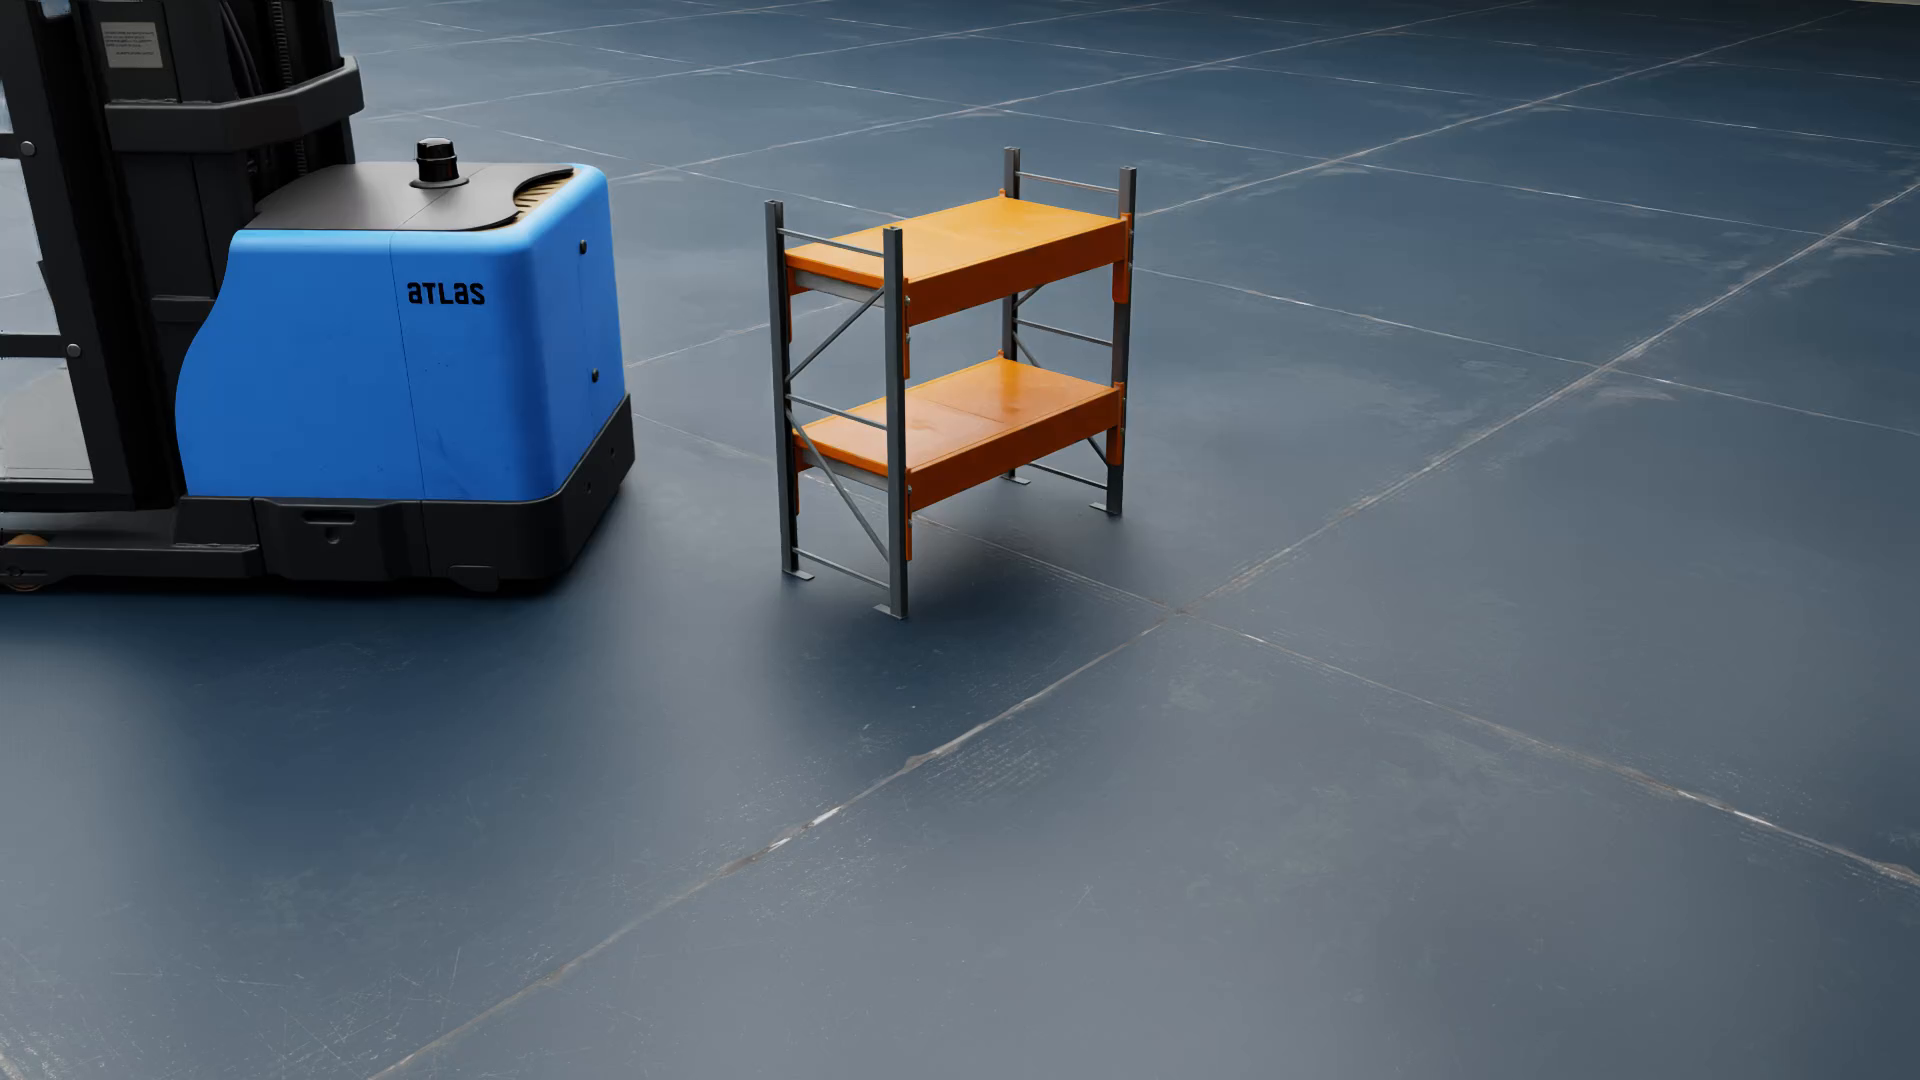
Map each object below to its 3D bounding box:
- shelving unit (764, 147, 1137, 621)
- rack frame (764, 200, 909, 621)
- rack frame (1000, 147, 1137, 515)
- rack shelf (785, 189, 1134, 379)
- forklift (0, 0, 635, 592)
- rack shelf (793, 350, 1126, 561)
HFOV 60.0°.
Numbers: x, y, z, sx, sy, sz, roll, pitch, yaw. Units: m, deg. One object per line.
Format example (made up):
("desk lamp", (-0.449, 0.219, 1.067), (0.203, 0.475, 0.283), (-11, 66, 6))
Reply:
("shelving unit", (-0.005, -0.511, 5.015), (0.538, 1.125, 1.048), (20, 31, 38))
("rack frame", (-0.344, -0.356, 4.670), (0.500, 1.125, 0.032), (20, 31, 38))
("rack frame", (0.335, -0.666, 5.361), (0.500, 1.125, 0.032), (20, 31, 38))
("rack shelf", (-0.005, -0.778, 4.896), (0.538, 0.278, 1.000), (20, 31, 38))
("forklift", (-2.643, -1.398, 4.786), (3.031, 2.935, 1.130), (1, 24, 3))
("rack shelf", (-0.005, -0.288, 5.115), (0.538, 0.278, 1.000), (20, 31, 38))
